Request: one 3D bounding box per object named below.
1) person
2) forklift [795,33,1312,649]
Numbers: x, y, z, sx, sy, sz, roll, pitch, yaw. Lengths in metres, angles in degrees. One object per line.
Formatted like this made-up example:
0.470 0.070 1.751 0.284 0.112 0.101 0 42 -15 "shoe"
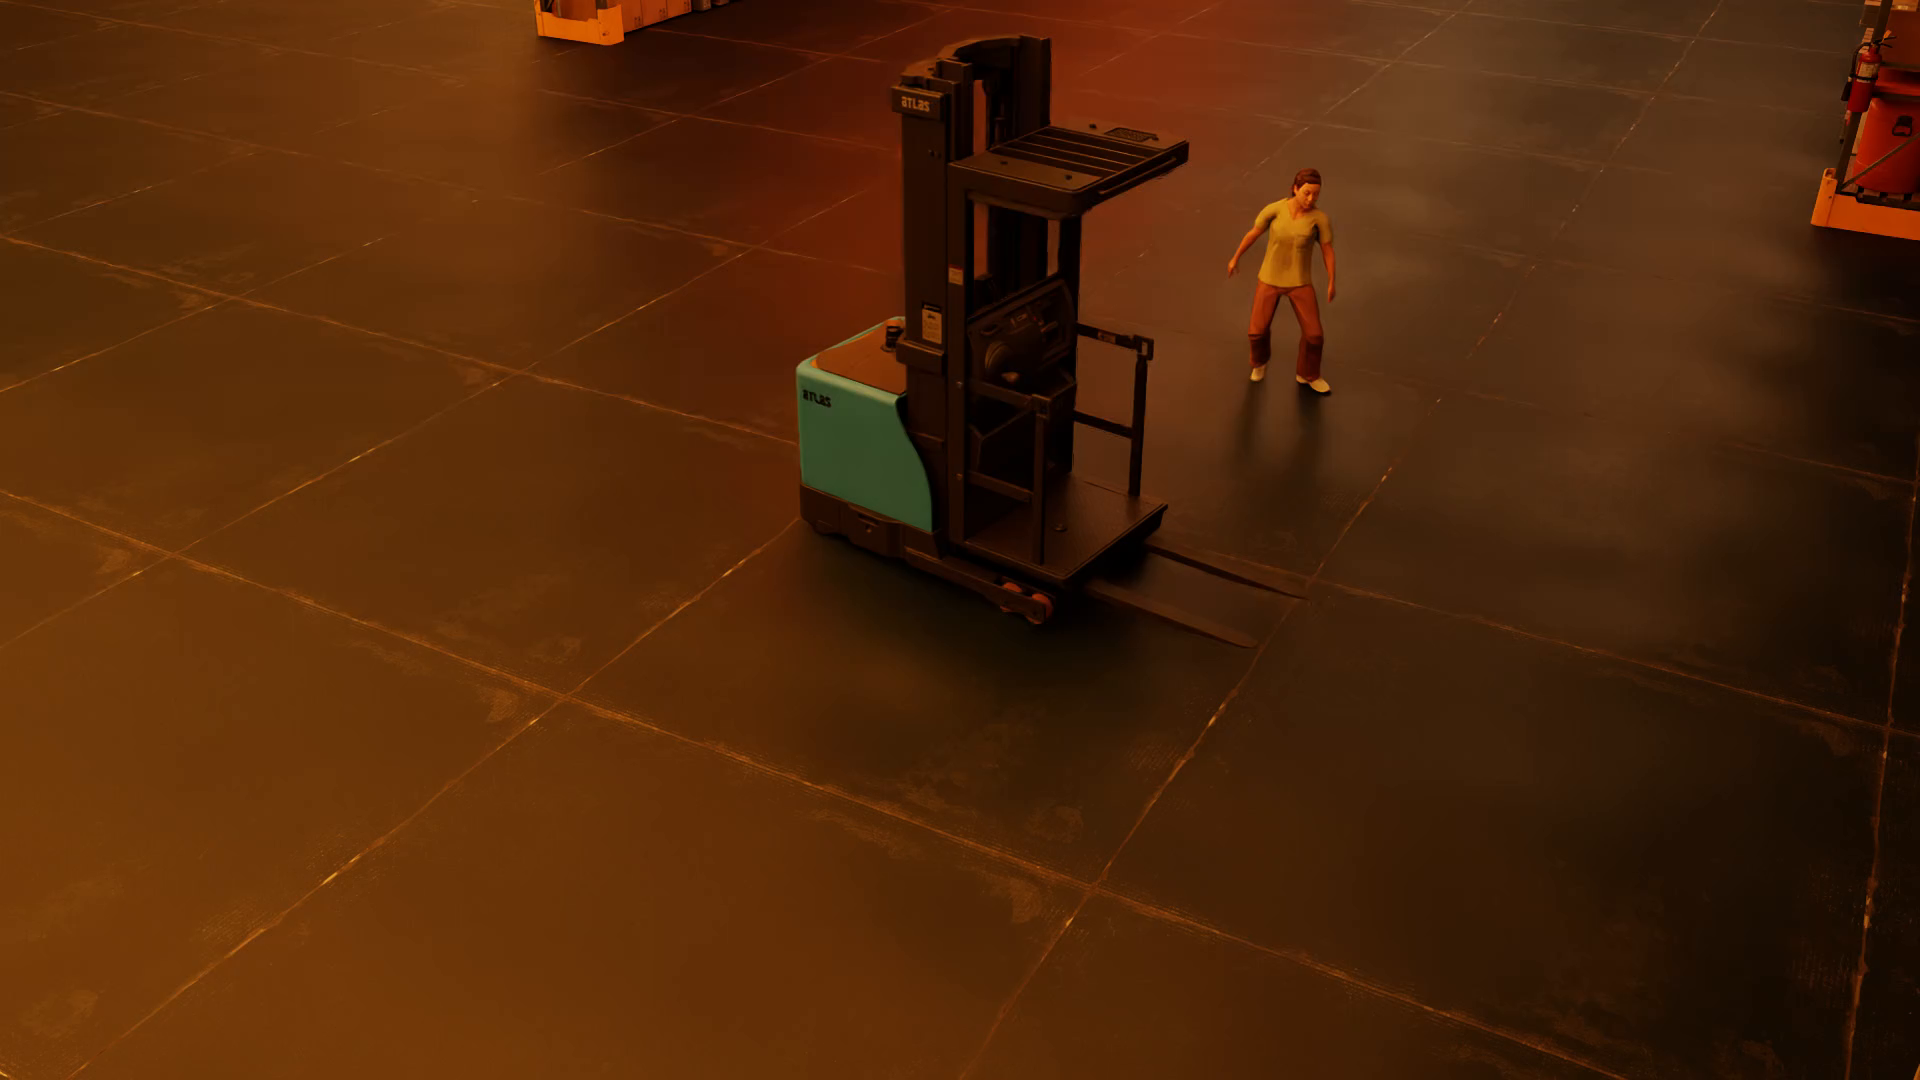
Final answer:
2.274 -1.832 11.617 0.814 1.640 0.487 10 31 16 "person"
0.509 -1.106 8.986 3.031 2.935 1.130 21 36 31 "forklift"
